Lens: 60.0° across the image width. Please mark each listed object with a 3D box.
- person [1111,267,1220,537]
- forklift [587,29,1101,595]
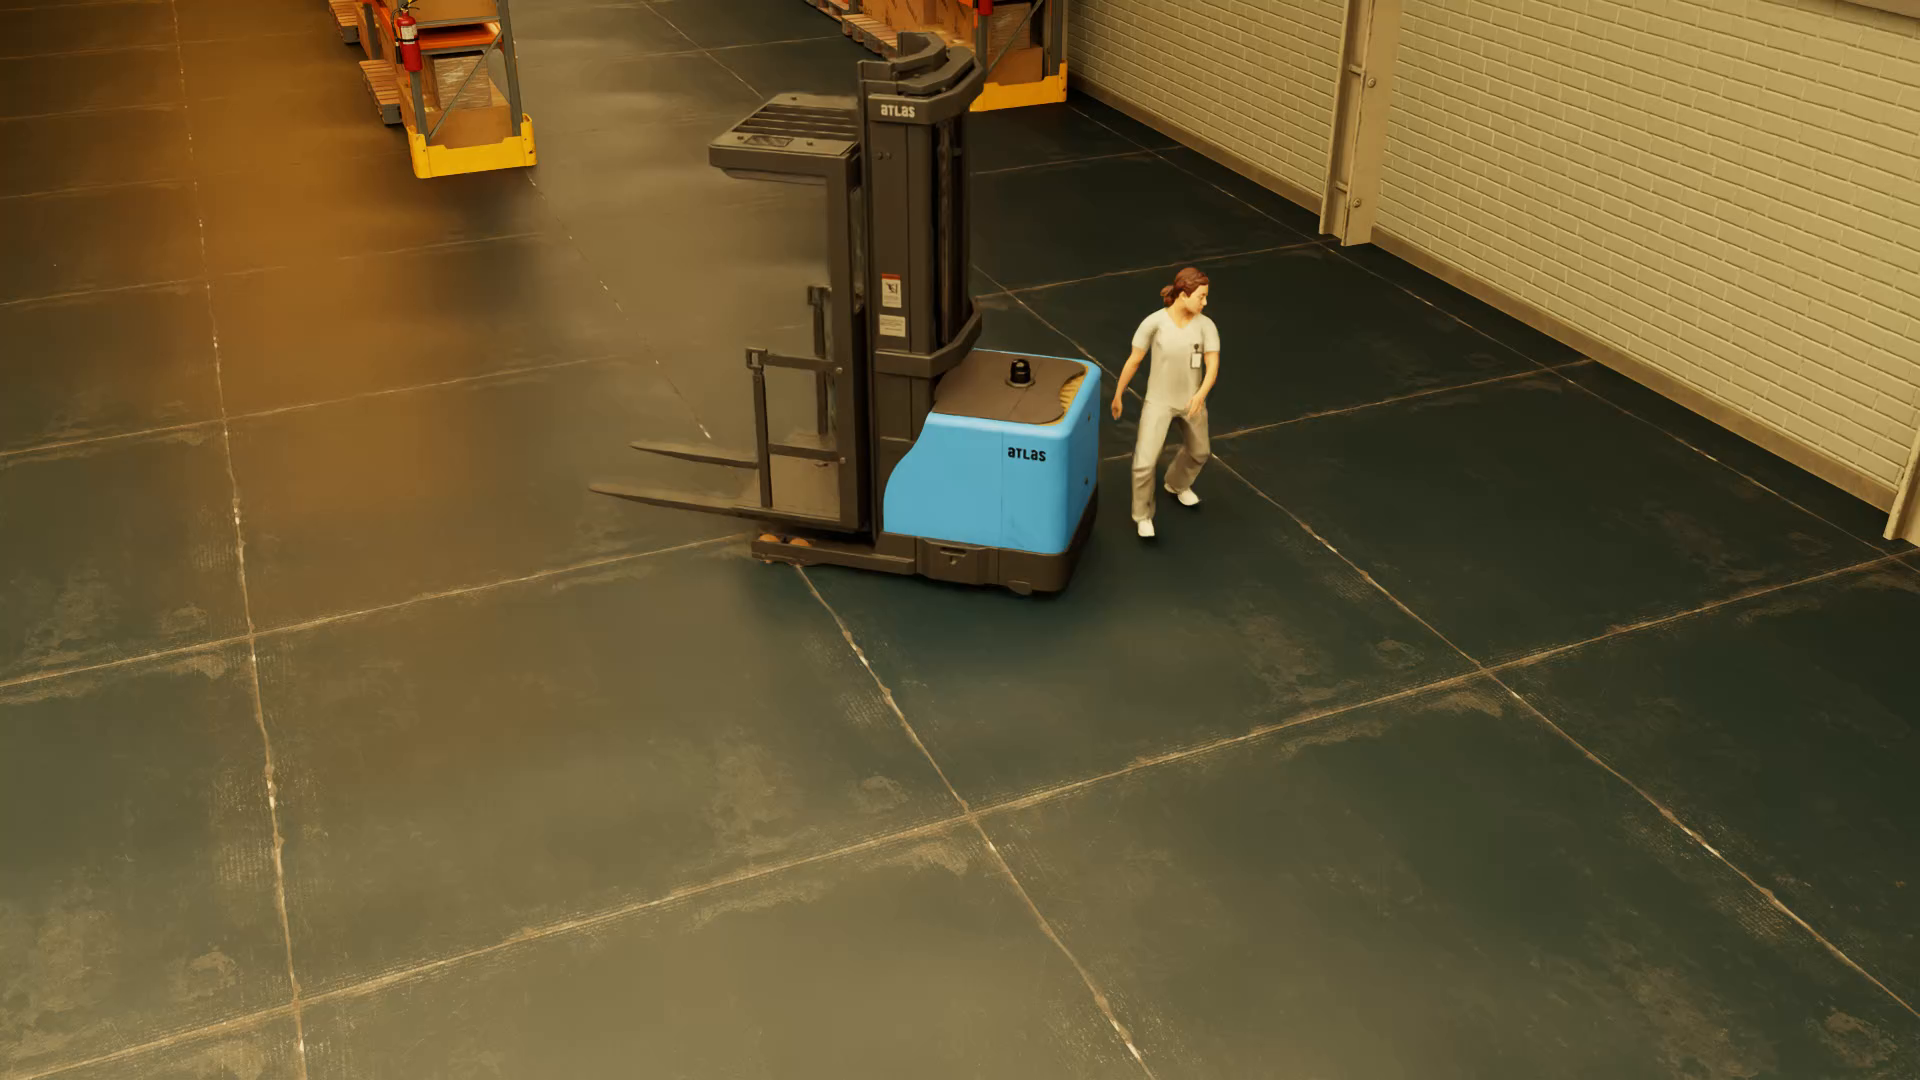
[{"bbox_3d":[1.216,-0.811,9.840,0.639,1.589,0.778,-6,30,-11],"label":"person"},{"bbox_3d":[-0.737,-1.354,9.488,3.031,2.935,1.130,8,31,13],"label":"forklift"}]
